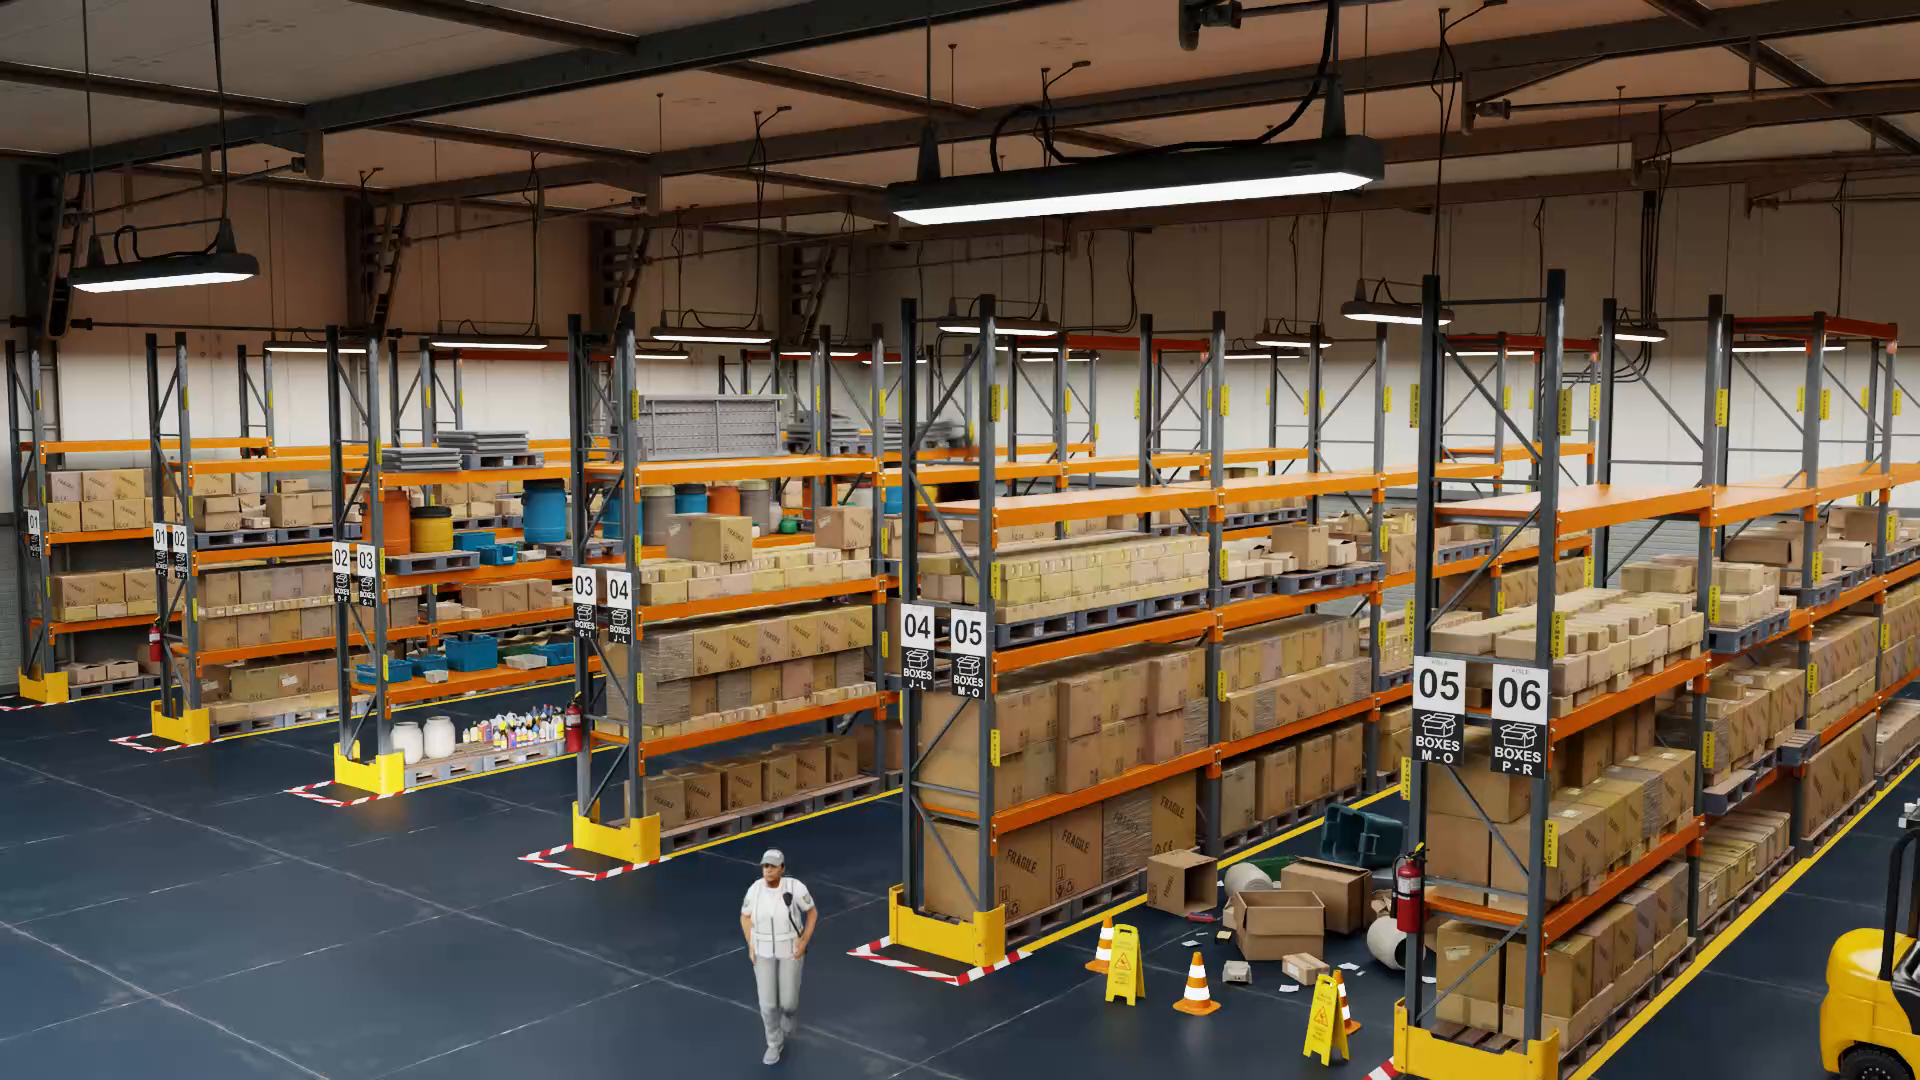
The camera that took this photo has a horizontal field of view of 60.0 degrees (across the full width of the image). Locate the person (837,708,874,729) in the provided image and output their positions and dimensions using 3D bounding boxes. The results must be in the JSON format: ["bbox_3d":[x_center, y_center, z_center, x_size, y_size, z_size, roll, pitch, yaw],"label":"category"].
[{"bbox_3d":[-1.460,1.842,24.031,0.667,1.790,0.852,4,7,39],"label":"person"}]

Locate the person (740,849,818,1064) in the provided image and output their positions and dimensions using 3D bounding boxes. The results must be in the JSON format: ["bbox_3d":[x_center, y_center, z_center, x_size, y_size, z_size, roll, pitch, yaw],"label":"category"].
[{"bbox_3d":[-1.415,3.203,12.937,0.603,1.639,0.542,0,5,3],"label":"person"}]

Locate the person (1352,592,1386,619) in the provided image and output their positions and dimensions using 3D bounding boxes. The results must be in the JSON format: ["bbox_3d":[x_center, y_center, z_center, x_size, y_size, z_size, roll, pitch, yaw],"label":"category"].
[{"bbox_3d":[7.440,1.652,30.198,0.572,1.577,0.784,0,5,1],"label":"person"}]
